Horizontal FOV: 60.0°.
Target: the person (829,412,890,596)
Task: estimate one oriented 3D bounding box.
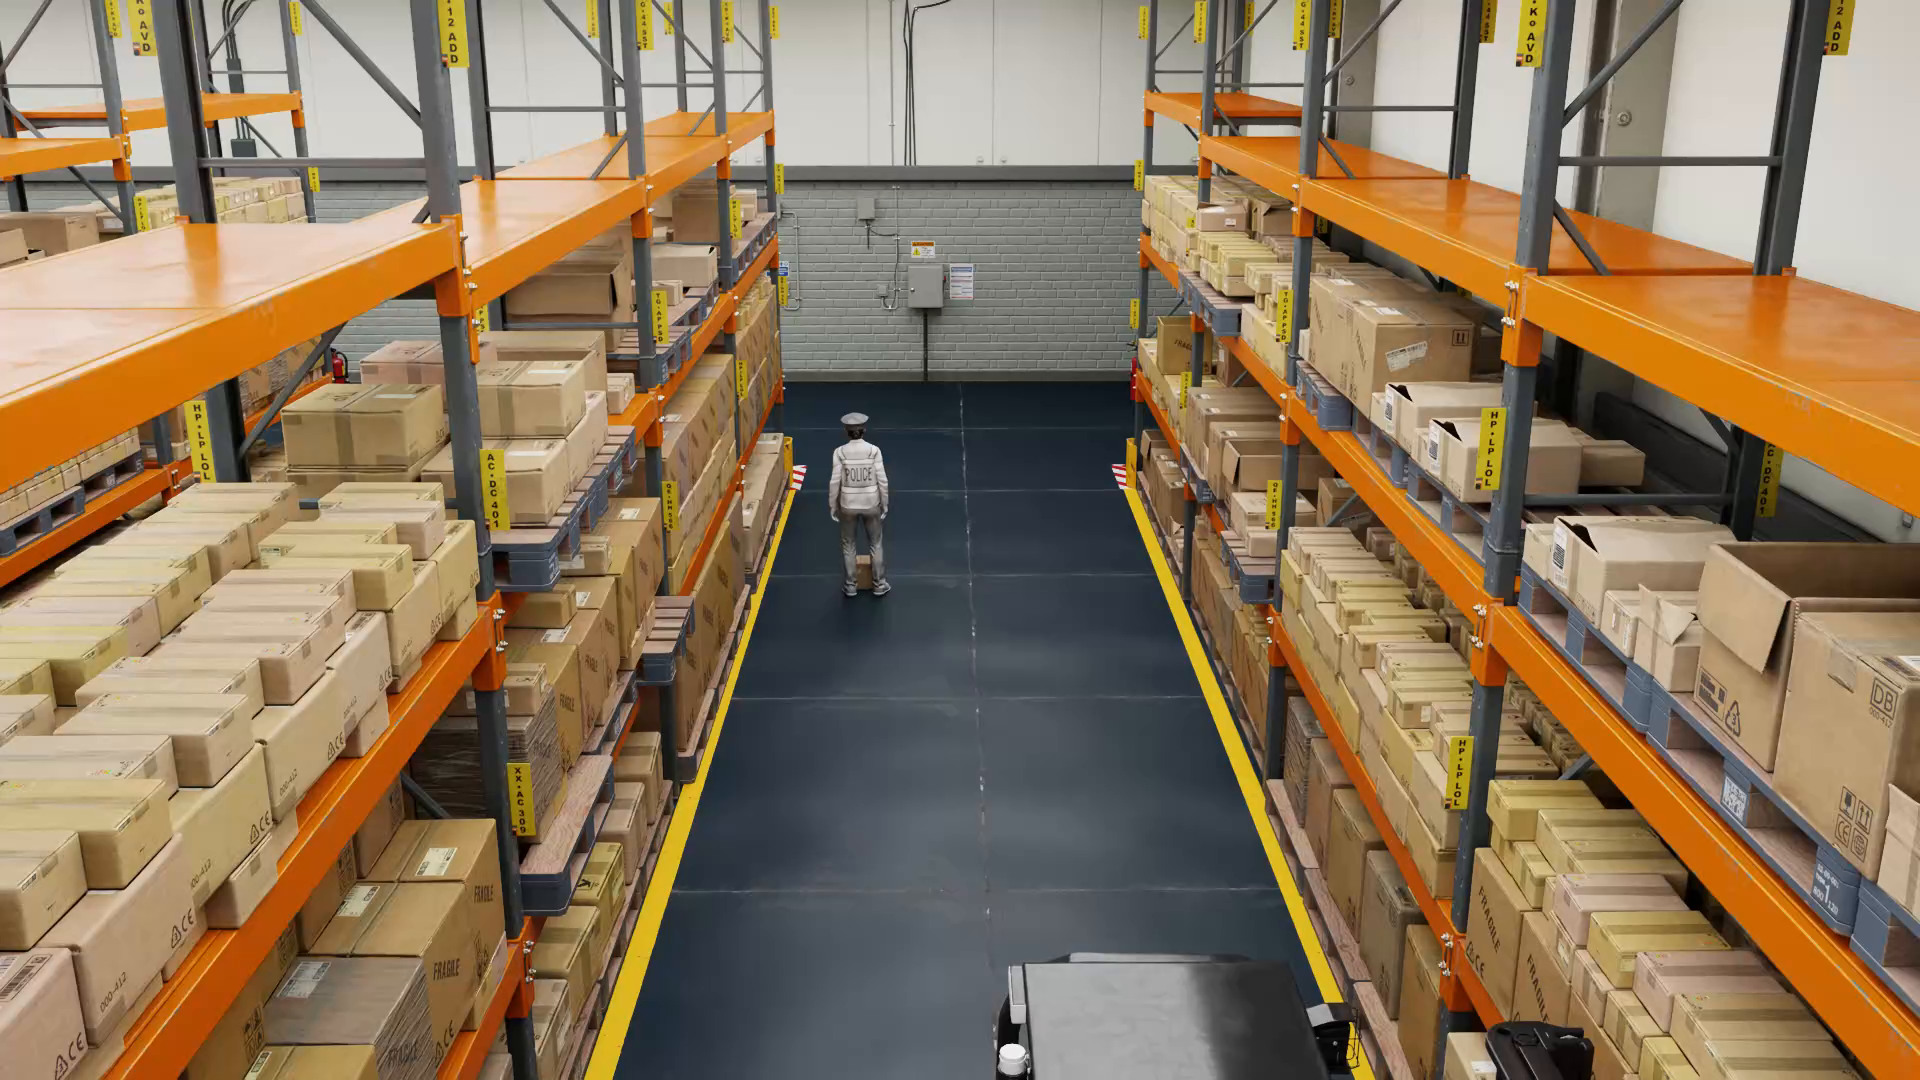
[{"bbox_3d":[-0.909,-0.304,15.016,0.548,1.665,0.374,-1,17,-5],"label":"person"}]
